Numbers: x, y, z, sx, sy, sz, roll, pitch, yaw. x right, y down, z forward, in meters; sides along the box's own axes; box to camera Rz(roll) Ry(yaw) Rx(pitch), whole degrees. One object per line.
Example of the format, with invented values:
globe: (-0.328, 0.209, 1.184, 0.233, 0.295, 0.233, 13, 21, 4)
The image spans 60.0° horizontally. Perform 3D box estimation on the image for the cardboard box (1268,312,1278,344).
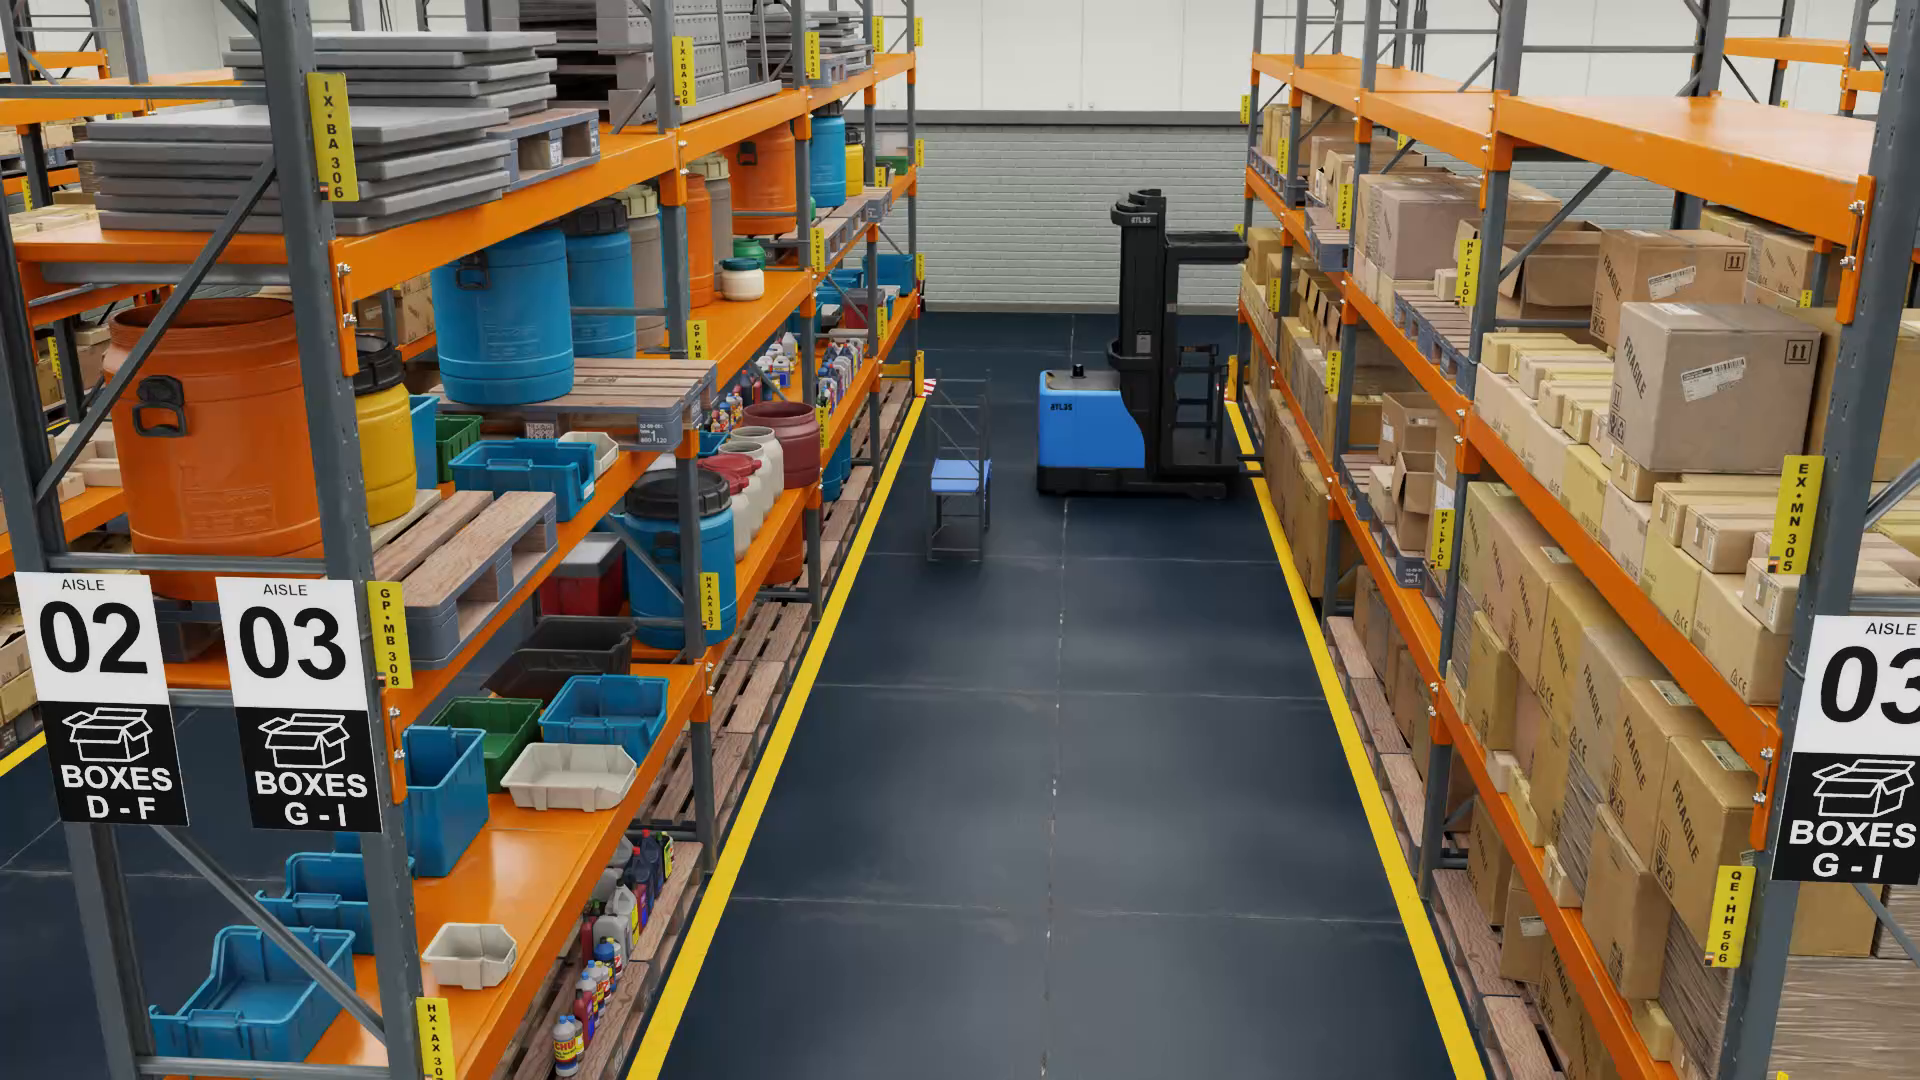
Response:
cardboard box: (3.388, -2.140, 16.726, 0.500, 0.250, 0.500, 1, 18, 3)

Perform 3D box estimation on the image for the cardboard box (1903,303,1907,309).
cardboard box: (8.845, -2.122, 16.270, 0.500, 0.500, 0.500, 1, 18, 3)

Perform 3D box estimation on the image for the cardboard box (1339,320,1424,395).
cardboard box: (3.400, -1.435, 13.042, 0.797, 0.503, 0.637, 2, 18, 6)

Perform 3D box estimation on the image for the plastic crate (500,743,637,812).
plastic crate: (-1.760, 1.083, 7.552, 0.530, 0.136, 0.437, 1, 18, 4)

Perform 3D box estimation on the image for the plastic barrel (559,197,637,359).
plastic barrel: (-2.076, -1.379, 9.019, 0.600, 0.901, 0.708, 1, 18, 4)

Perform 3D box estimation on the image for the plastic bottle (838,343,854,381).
plastic bottle: (-1.075, -1.664, 15.589, 0.144, 0.351, 0.185, 1, 18, 4)

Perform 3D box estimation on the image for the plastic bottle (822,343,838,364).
plastic bottle: (-1.219, -1.667, 15.599, 0.144, 0.351, 0.185, 1, 18, 4)

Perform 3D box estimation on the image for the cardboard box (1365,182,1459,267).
cardboard box: (3.001, -2.097, 11.053, 0.500, 0.500, 0.500, 1, 18, 4)

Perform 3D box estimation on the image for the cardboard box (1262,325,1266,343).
cardboard box: (3.368, -2.149, 17.395, 0.380, 0.149, 0.250, 2, 18, 5)

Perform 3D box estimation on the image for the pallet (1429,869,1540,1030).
pallet: (3.032, 2.092, 8.526, 1.003, 0.211, 1.213, 1, 18, 4)

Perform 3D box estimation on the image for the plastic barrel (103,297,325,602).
plastic barrel: (-2.274, -0.293, 5.146, 0.600, 0.830, 0.708, 1, 18, 4)

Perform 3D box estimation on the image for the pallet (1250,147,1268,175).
pallet: (3.862, -4.322, 18.947, 1.003, 0.211, 1.213, 1, 18, 4)

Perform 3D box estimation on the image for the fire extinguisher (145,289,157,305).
fire extinguisher: (-10.446, -3.323, 21.298, 0.296, 0.674, 0.183, 1, 18, 4)

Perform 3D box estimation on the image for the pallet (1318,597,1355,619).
pallet: (3.463, 0.397, 13.698, 1.003, 0.211, 1.213, 1, 18, 4)

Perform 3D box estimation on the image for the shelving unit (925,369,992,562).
shelving unit: (-0.006, -0.686, 14.936, 0.538, 1.500, 1.048, 1, 18, 4)

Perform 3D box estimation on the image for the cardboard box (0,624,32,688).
cardboard box: (-6.481, 0.737, 11.024, 0.500, 0.311, 0.500, 1, 18, 2)

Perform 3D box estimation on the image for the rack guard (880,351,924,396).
rack guard: (-1.047, -2.100, 20.855, 1.175, 0.500, 0.348, 1, 18, 4)

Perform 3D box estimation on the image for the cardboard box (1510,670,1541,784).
cardboard box: (2.944, 0.819, 7.294, 0.875, 0.500, 0.500, 1, 18, 4)

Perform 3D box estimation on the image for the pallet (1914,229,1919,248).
pallet: (8.336, -2.609, 13.880, 1.213, 0.211, 1.003, 1, 18, 4)

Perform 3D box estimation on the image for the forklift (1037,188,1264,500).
forklift: (2.301, -1.963, 16.533, 3.031, 2.935, 1.130, 1, 18, 3)

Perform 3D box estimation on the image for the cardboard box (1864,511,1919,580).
cardboard box: (3.018, 0.017, 5.165, 0.380, 0.149, 0.250, 1, 18, 3)

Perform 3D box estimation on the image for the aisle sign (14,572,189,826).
aisle sign: (-2.484, 0.470, 4.824, 0.394, 0.787, 0.004, 1, 18, 4)

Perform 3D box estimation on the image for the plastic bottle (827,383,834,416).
plastic bottle: (-1.127, -1.225, 14.357, 0.061, 0.283, 0.133, 1, 18, 4)

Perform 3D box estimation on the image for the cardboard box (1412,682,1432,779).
cardboard box: (3.163, 1.199, 10.082, 0.700, 0.500, 0.500, 1, 18, 4)

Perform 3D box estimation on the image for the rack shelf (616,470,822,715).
rack shelf: (-1.752, 0.168, 11.075, 1.077, 0.370, 4.000, 1, 18, 4)

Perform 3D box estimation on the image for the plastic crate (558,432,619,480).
plastic crate: (-1.608, -0.345, 7.093, 0.243, 0.136, 0.396, 1, 18, 4)

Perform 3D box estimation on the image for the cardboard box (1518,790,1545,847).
cardboard box: (2.635, 1.203, 7.163, 0.380, 0.149, 0.250, 1, 18, 4)

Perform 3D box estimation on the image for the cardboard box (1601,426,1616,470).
cardboard box: (2.633, -0.325, 6.207, 0.380, 0.149, 0.250, 0, 18, 1)

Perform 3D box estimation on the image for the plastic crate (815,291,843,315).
plastic crate: (-1.498, -2.657, 18.714, 0.416, 0.233, 0.300, 1, 18, 4)

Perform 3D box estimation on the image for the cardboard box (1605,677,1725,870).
cardboard box: (2.581, 0.804, 5.734, 0.500, 0.500, 0.500, 1, 18, 4)

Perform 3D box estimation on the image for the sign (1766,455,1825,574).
sign: (2.206, -0.065, 4.391, 0.100, 0.325, 0.005, 1, 18, 4)

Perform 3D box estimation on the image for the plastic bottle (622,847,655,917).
plastic bottle: (-1.668, 1.763, 8.600, 0.144, 0.351, 0.185, 0, 18, 1)

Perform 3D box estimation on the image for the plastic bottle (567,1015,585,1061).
plastic bottle: (-1.734, 2.222, 7.439, 0.097, 0.201, 0.097, 0, 18, 0)

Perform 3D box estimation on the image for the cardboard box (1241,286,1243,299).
cardboard box: (3.550, -2.947, 19.829, 0.380, 0.149, 0.250, 1, 18, 5)

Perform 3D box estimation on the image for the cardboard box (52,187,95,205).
cardboard box: (-6.552, -2.516, 13.133, 0.910, 0.500, 0.500, 1, 18, 4)

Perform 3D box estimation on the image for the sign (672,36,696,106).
sign: (-1.348, -2.289, 8.118, 0.100, 0.325, 0.005, 1, 18, 4)

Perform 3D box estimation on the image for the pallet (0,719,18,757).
pallet: (-6.822, 1.431, 10.544, 1.003, 0.211, 1.213, 1, 18, 4)

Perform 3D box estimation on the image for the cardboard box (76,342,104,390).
cardboard box: (-10.903, -2.137, 20.296, 0.700, 0.500, 0.500, 1, 18, 4)

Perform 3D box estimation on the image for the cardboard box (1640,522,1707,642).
cardboard box: (2.572, 0.135, 5.443, 0.500, 0.250, 0.500, 1, 18, 4)

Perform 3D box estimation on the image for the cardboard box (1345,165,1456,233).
cardboard box: (3.303, -2.550, 12.556, 0.797, 0.503, 0.637, 2, 18, 7)

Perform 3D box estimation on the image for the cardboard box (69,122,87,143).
cardboard box: (-10.705, -4.869, 19.880, 0.500, 0.250, 0.500, 2, 18, 6)

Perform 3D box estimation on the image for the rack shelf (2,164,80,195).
rack shelf: (-11.060, -3.963, 18.866, 1.077, 0.370, 4.000, 1, 18, 4)

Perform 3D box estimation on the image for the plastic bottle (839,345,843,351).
plastic bottle: (-1.154, -1.810, 16.277, 0.097, 0.201, 0.097, 0, 18, 0)

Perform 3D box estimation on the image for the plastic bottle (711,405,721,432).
plastic bottle: (-1.989, -0.946, 13.508, 0.061, 0.283, 0.133, 1, 18, 4)

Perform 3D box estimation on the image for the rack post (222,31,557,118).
rack post: (-2.075, -1.728, 6.193, 0.937, 0.300, 0.954, 1, 18, 3)

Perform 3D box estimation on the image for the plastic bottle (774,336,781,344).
plastic bottle: (-1.784, -1.836, 16.224, 0.061, 0.283, 0.133, 1, 18, 4)

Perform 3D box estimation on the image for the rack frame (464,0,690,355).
rack frame: (-1.896, -2.404, 8.134, 1.000, 3.000, 0.127, 1, 18, 4)

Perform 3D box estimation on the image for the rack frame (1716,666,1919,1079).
rack frame: (2.758, 1.800, 4.939, 1.000, 3.000, 0.127, 1, 18, 4)

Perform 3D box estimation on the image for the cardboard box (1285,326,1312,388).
cardboard box: (3.300, -1.681, 15.402, 0.500, 0.500, 0.500, 1, 18, 4)

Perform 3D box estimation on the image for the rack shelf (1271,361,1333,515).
rack shelf: (3.475, -0.964, 14.529, 1.077, 0.370, 4.000, 1, 18, 4)

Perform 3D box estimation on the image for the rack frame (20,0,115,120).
rack frame: (-10.917, -6.352, 20.183, 1.000, 3.000, 0.127, 1, 18, 4)

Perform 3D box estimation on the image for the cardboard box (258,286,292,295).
cardboard box: (-6.520, -2.254, 16.477, 0.700, 0.500, 0.500, -5, 19, -15)

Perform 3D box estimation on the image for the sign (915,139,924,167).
sign: (-0.486, -4.648, 19.969, 0.100, 0.325, 0.005, 1, 18, 4)

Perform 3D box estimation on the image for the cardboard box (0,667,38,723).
cardboard box: (-6.488, 1.003, 11.112, 0.500, 0.250, 0.500, 1, 18, 2)
